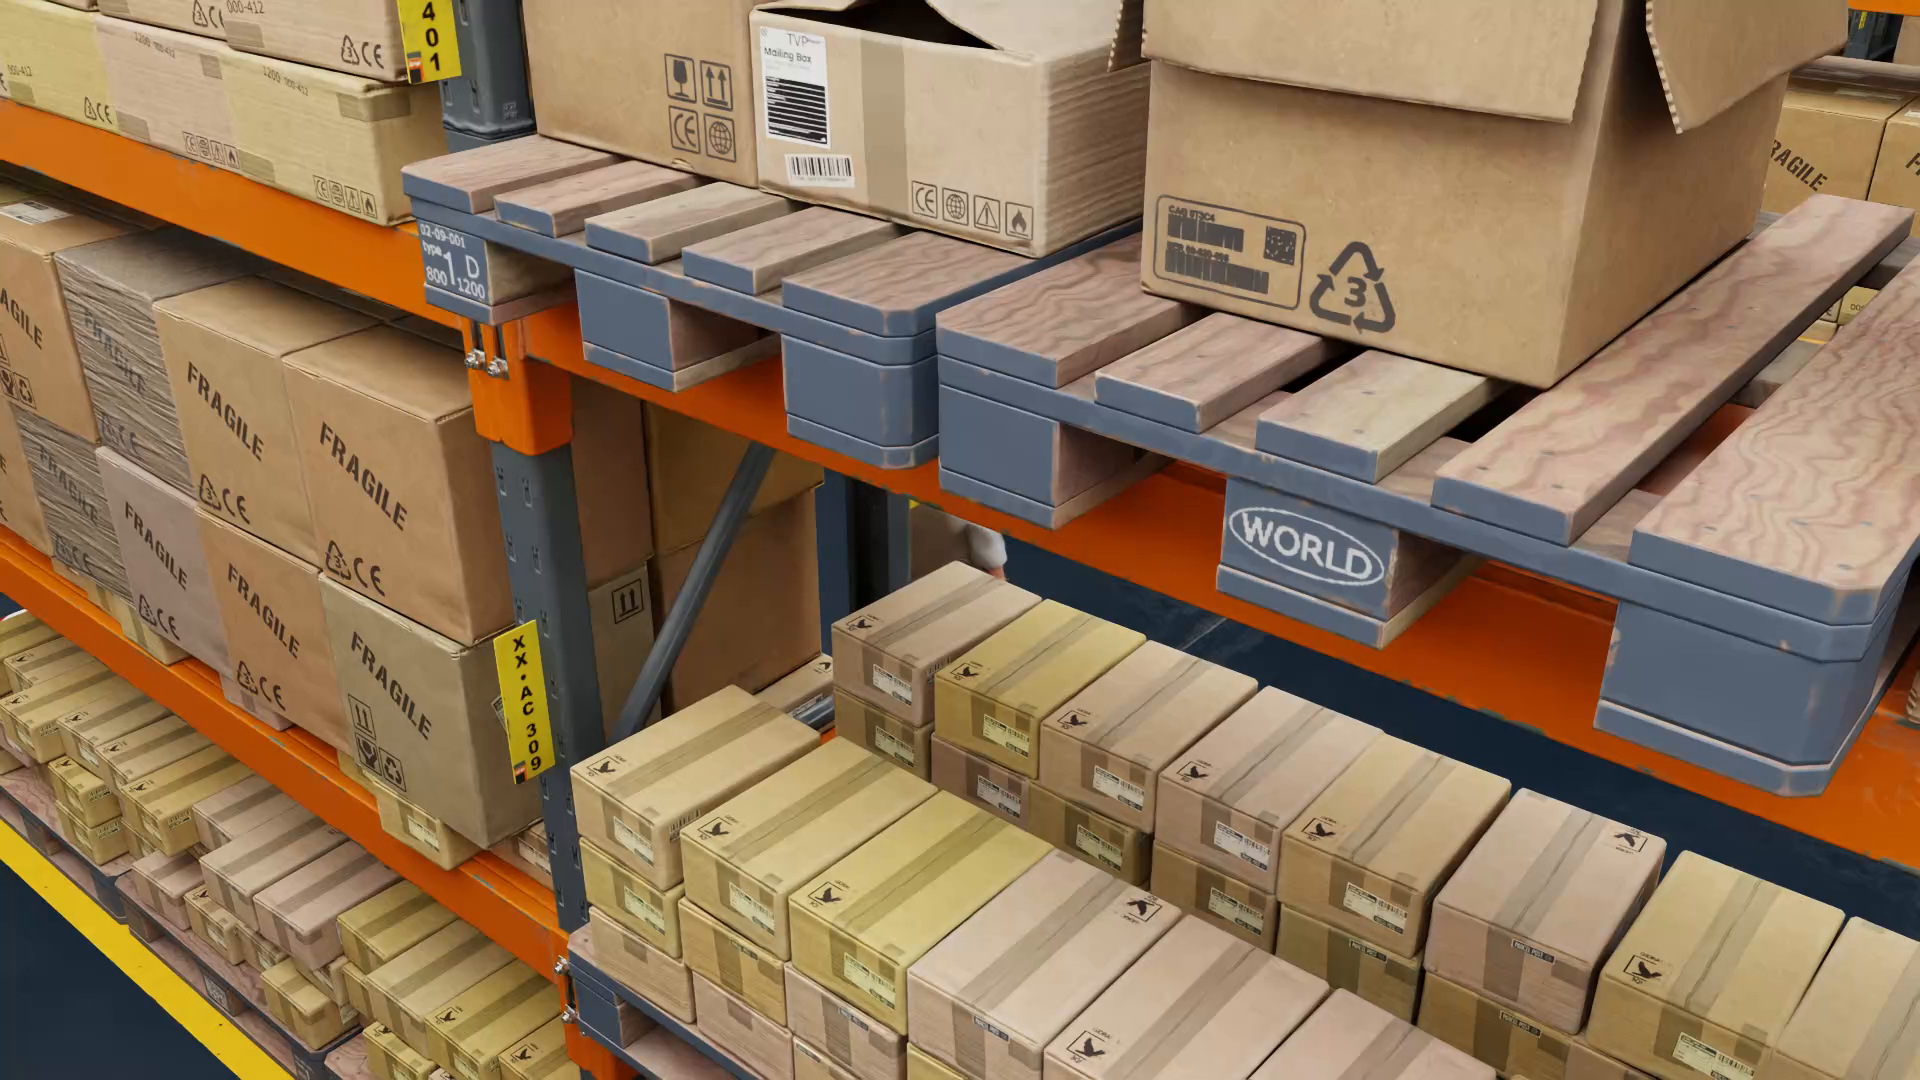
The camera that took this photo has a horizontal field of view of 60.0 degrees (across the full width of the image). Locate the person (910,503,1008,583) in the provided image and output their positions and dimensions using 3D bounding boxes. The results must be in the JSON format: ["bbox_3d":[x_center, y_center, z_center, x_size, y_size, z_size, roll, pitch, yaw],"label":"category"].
[{"bbox_3d":[0.010,0.310,5.476,0.511,1.684,0.452,18,33,31],"label":"person"}]
